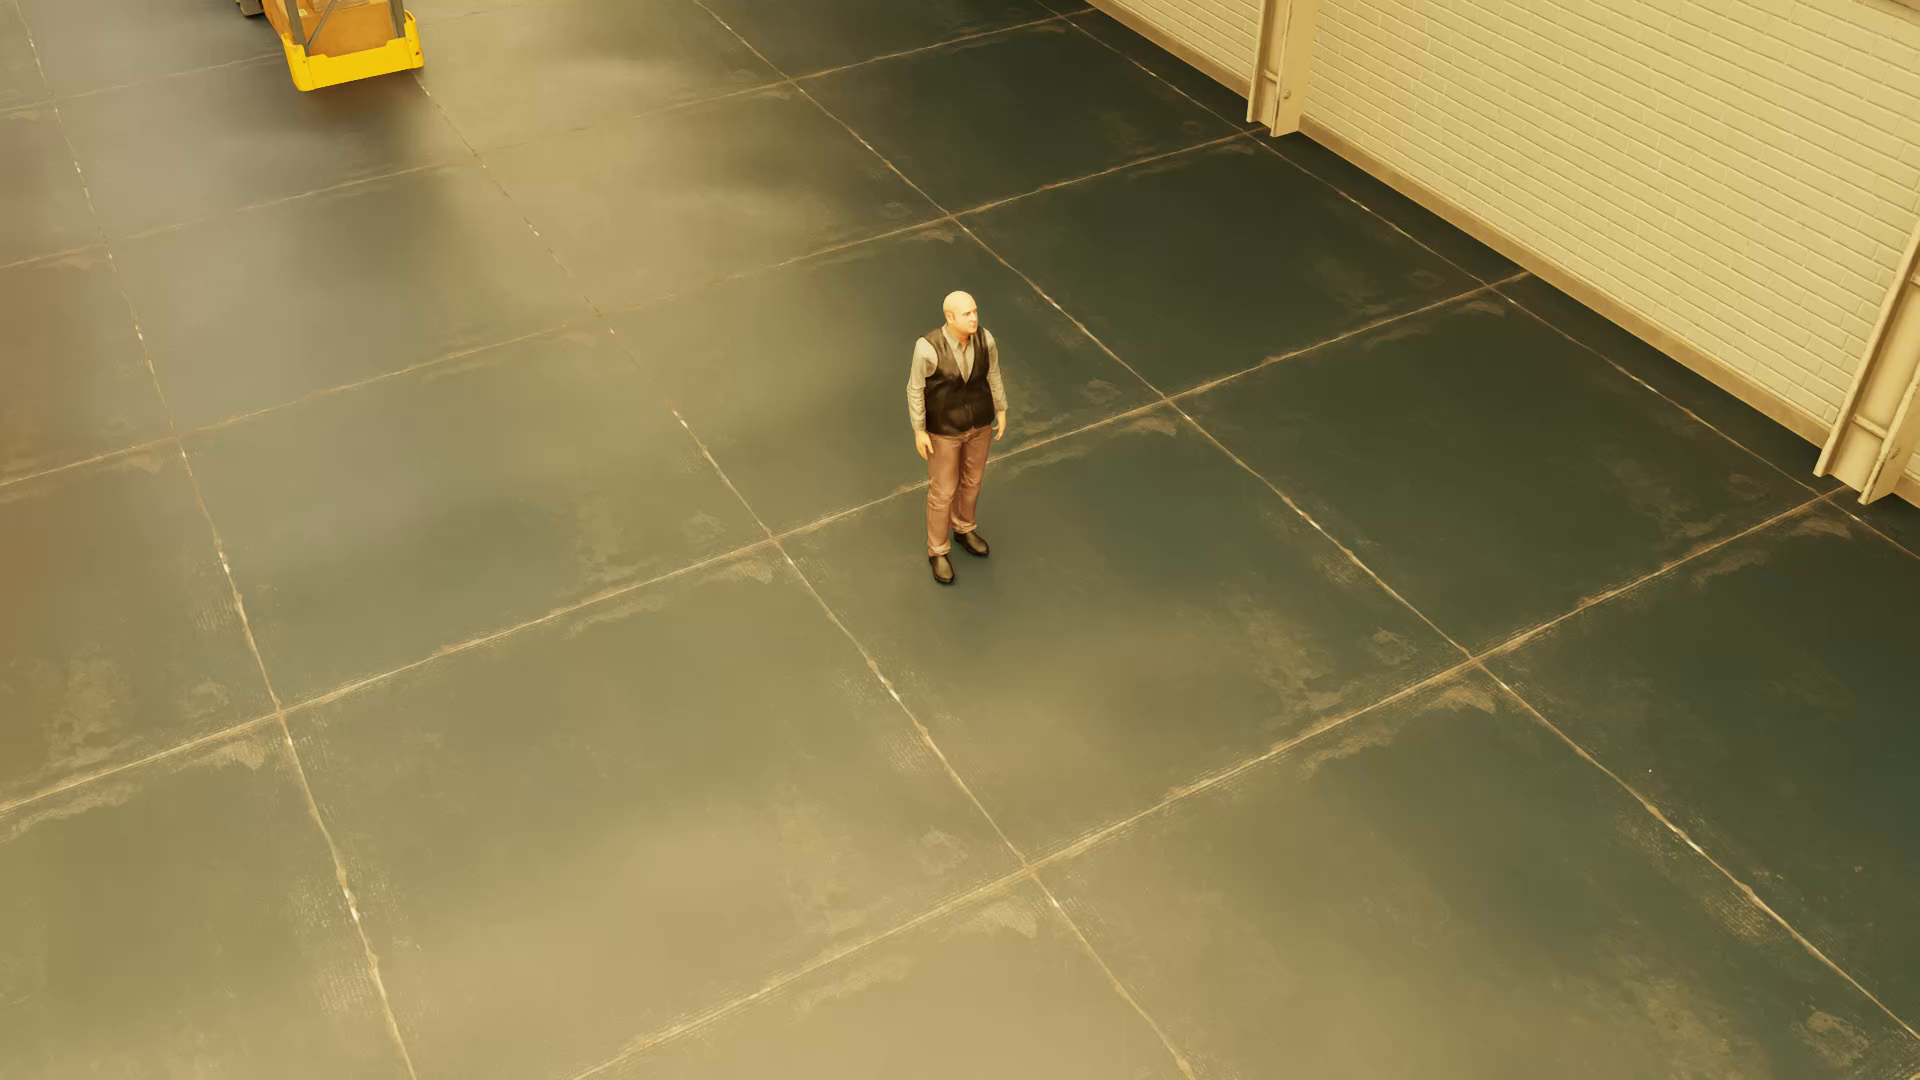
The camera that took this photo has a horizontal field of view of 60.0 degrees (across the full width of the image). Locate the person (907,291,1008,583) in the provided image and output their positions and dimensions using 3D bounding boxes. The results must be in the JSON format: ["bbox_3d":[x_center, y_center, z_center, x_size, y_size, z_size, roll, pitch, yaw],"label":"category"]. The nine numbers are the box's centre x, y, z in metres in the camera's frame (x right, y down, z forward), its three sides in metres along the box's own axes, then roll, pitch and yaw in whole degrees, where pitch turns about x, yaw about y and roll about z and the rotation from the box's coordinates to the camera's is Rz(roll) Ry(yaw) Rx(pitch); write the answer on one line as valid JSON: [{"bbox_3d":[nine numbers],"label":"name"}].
[{"bbox_3d":[0.024,-0.631,9.733,0.632,1.720,0.568,-20,44,-23],"label":"person"}]
